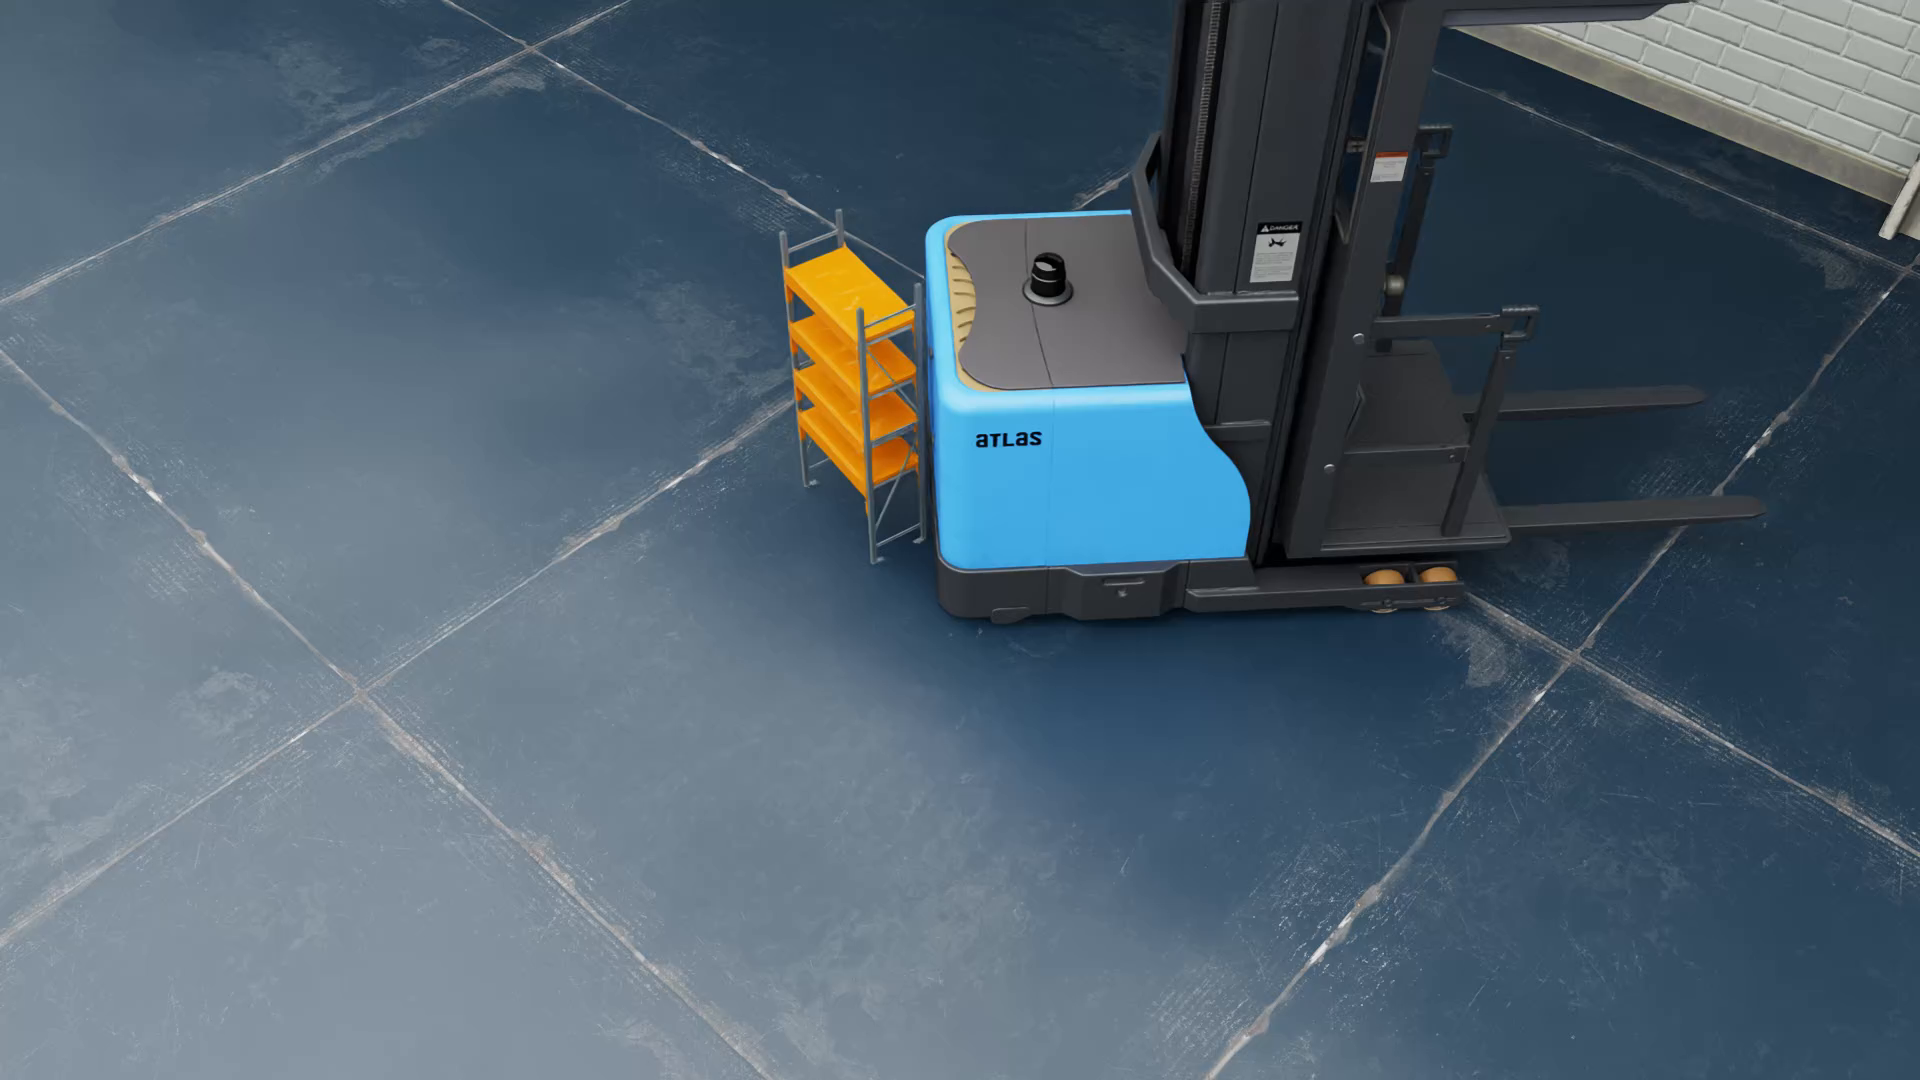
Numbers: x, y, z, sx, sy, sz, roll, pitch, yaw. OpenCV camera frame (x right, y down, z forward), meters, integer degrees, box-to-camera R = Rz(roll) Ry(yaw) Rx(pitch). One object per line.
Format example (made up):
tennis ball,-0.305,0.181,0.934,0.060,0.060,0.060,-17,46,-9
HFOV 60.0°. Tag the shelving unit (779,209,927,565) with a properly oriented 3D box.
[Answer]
shelving unit,-0.365,-0.518,5.913,0.258,1.200,0.503,-26,52,-23

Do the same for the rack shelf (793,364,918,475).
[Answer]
rack shelf,-0.365,-0.472,5.962,0.258,0.148,0.480,-26,52,-23

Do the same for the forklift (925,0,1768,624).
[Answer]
forklift,1.405,-1.125,5.296,3.031,2.935,1.130,-3,47,-3

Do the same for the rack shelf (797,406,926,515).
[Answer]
rack shelf,-0.365,-0.336,6.107,0.258,0.148,0.480,-26,52,-23

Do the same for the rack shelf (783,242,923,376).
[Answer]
rack shelf,-0.365,-0.787,5.627,0.258,0.148,0.480,-26,52,-23

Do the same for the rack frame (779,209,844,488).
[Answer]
rack frame,-0.503,-0.665,6.051,0.240,1.200,0.015,-26,52,-23

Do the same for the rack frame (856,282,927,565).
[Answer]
rack frame,-0.228,-0.371,5.775,0.240,1.200,0.015,-26,52,-23

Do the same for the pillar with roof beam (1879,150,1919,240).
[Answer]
pillar with roof beam,1.498,-2.143,2.090,0.400,9.000,9.100,34,55,28

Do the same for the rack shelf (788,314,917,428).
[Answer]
rack shelf,-0.365,-0.625,5.799,0.258,0.148,0.480,-26,52,-23
